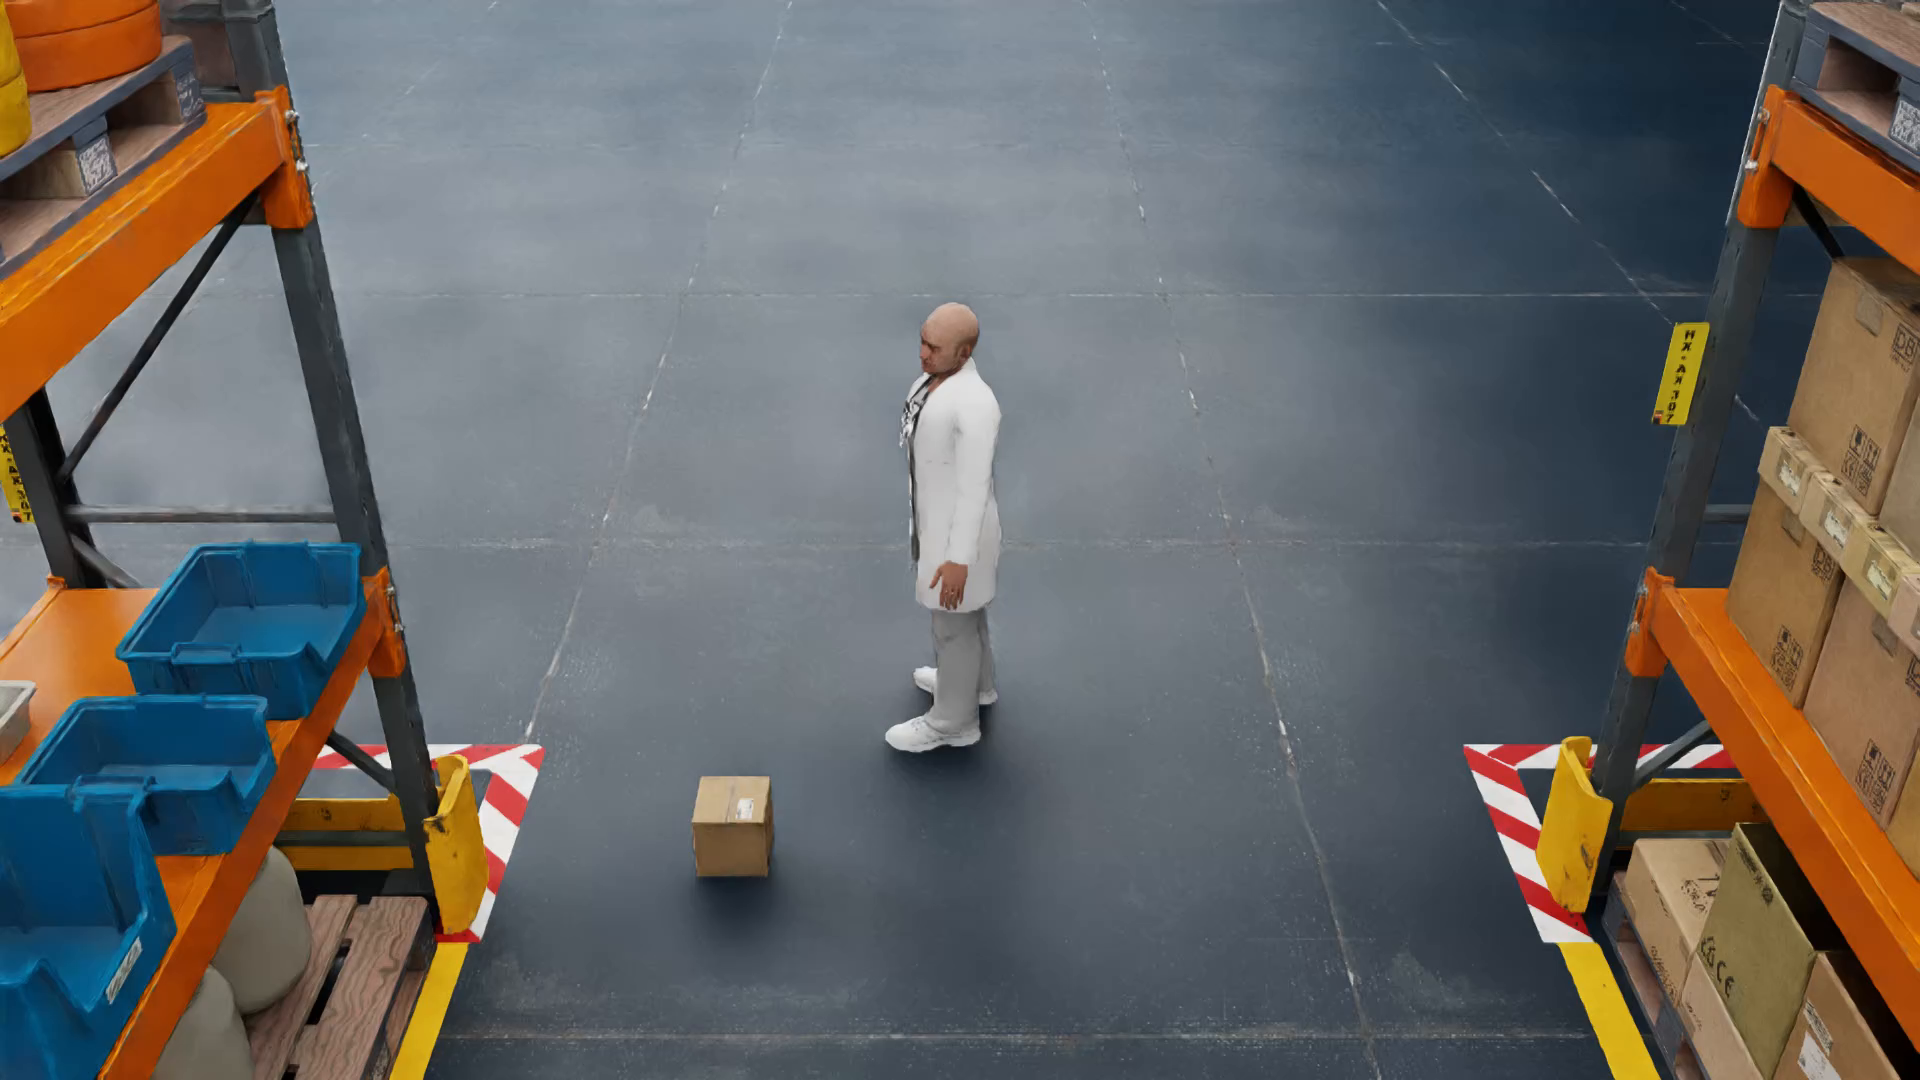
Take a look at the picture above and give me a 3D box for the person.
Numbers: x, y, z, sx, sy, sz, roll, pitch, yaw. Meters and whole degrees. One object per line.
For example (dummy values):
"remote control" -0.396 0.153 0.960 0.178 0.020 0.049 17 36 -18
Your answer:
"person" -0.066 -0.025 6.142 0.506 1.786 0.689 -8 32 -12
